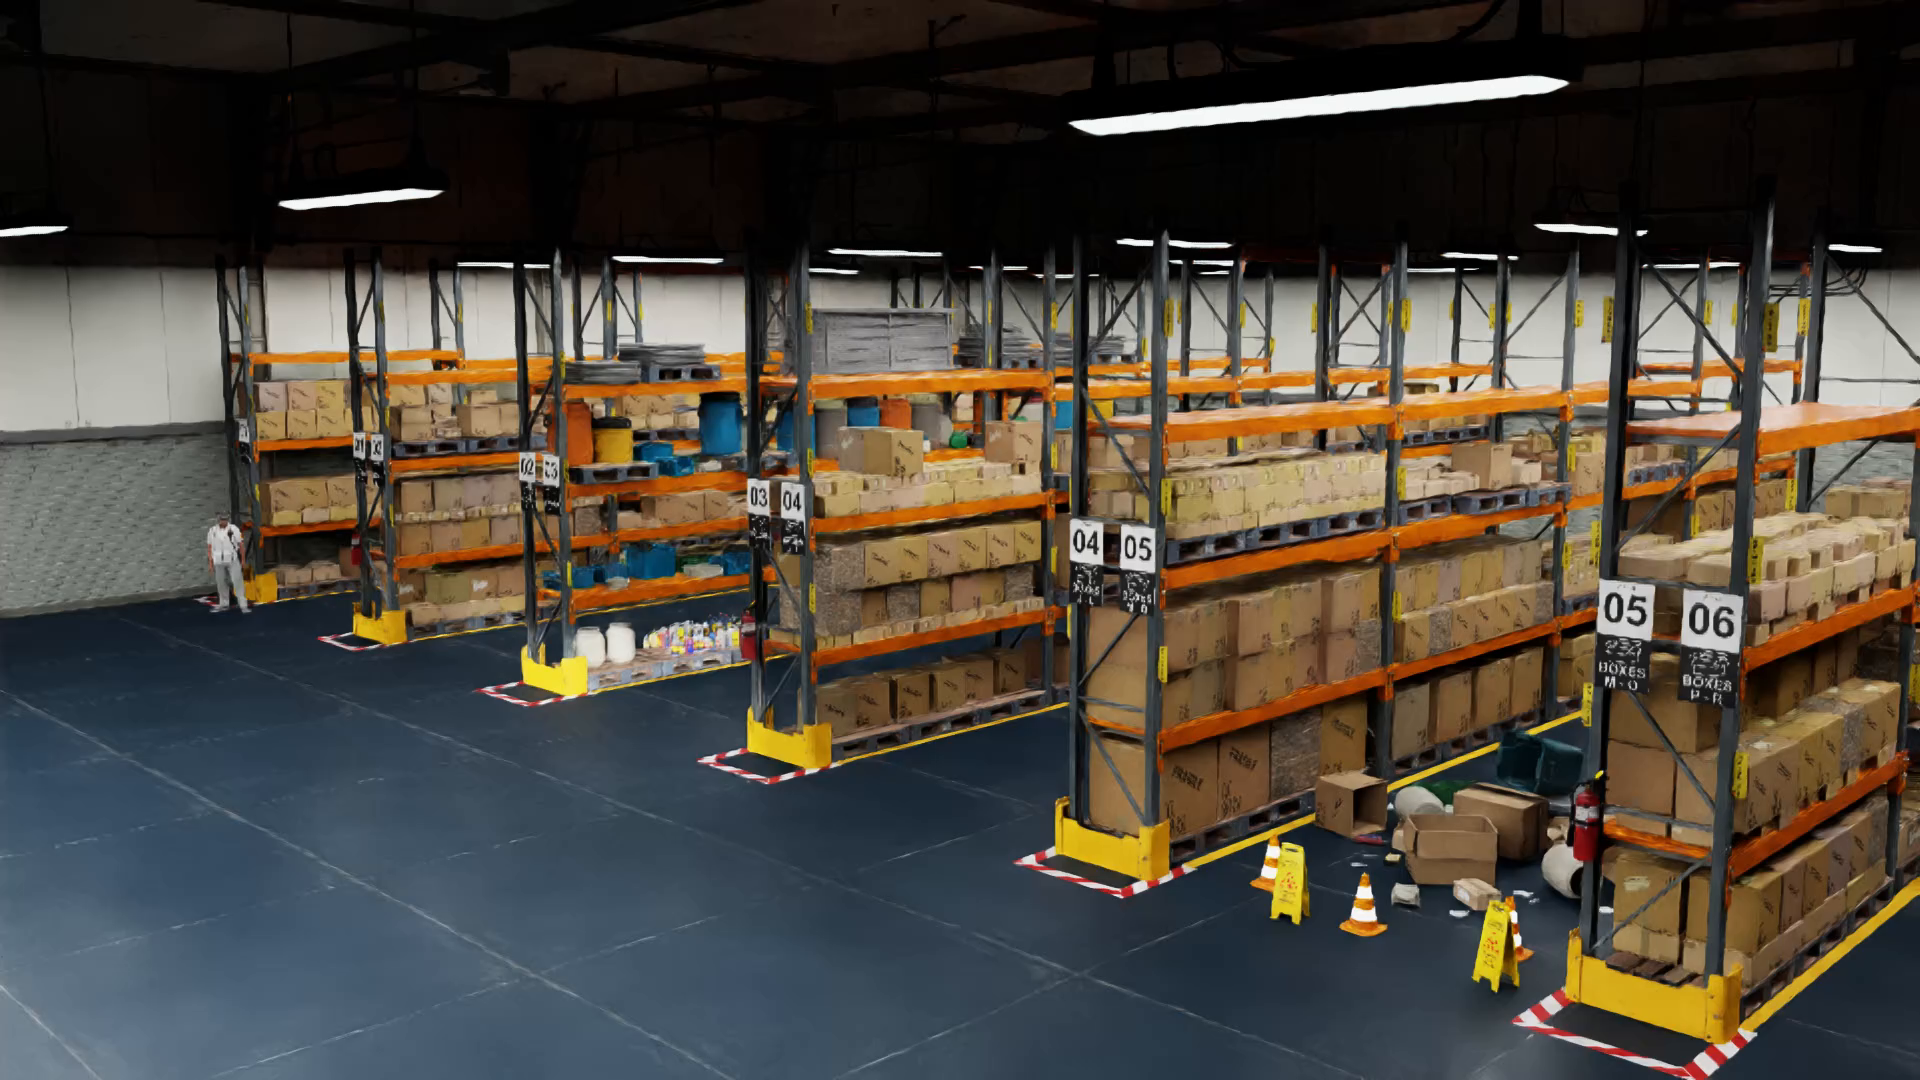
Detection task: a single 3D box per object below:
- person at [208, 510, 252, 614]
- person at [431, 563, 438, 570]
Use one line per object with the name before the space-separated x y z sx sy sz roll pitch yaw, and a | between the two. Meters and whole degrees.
person | -12.235 0.351 27.816 0.772 1.755 0.585 -1 8 -7
person | -9.544 0.025 30.246 0.686 1.716 0.825 4 9 29
